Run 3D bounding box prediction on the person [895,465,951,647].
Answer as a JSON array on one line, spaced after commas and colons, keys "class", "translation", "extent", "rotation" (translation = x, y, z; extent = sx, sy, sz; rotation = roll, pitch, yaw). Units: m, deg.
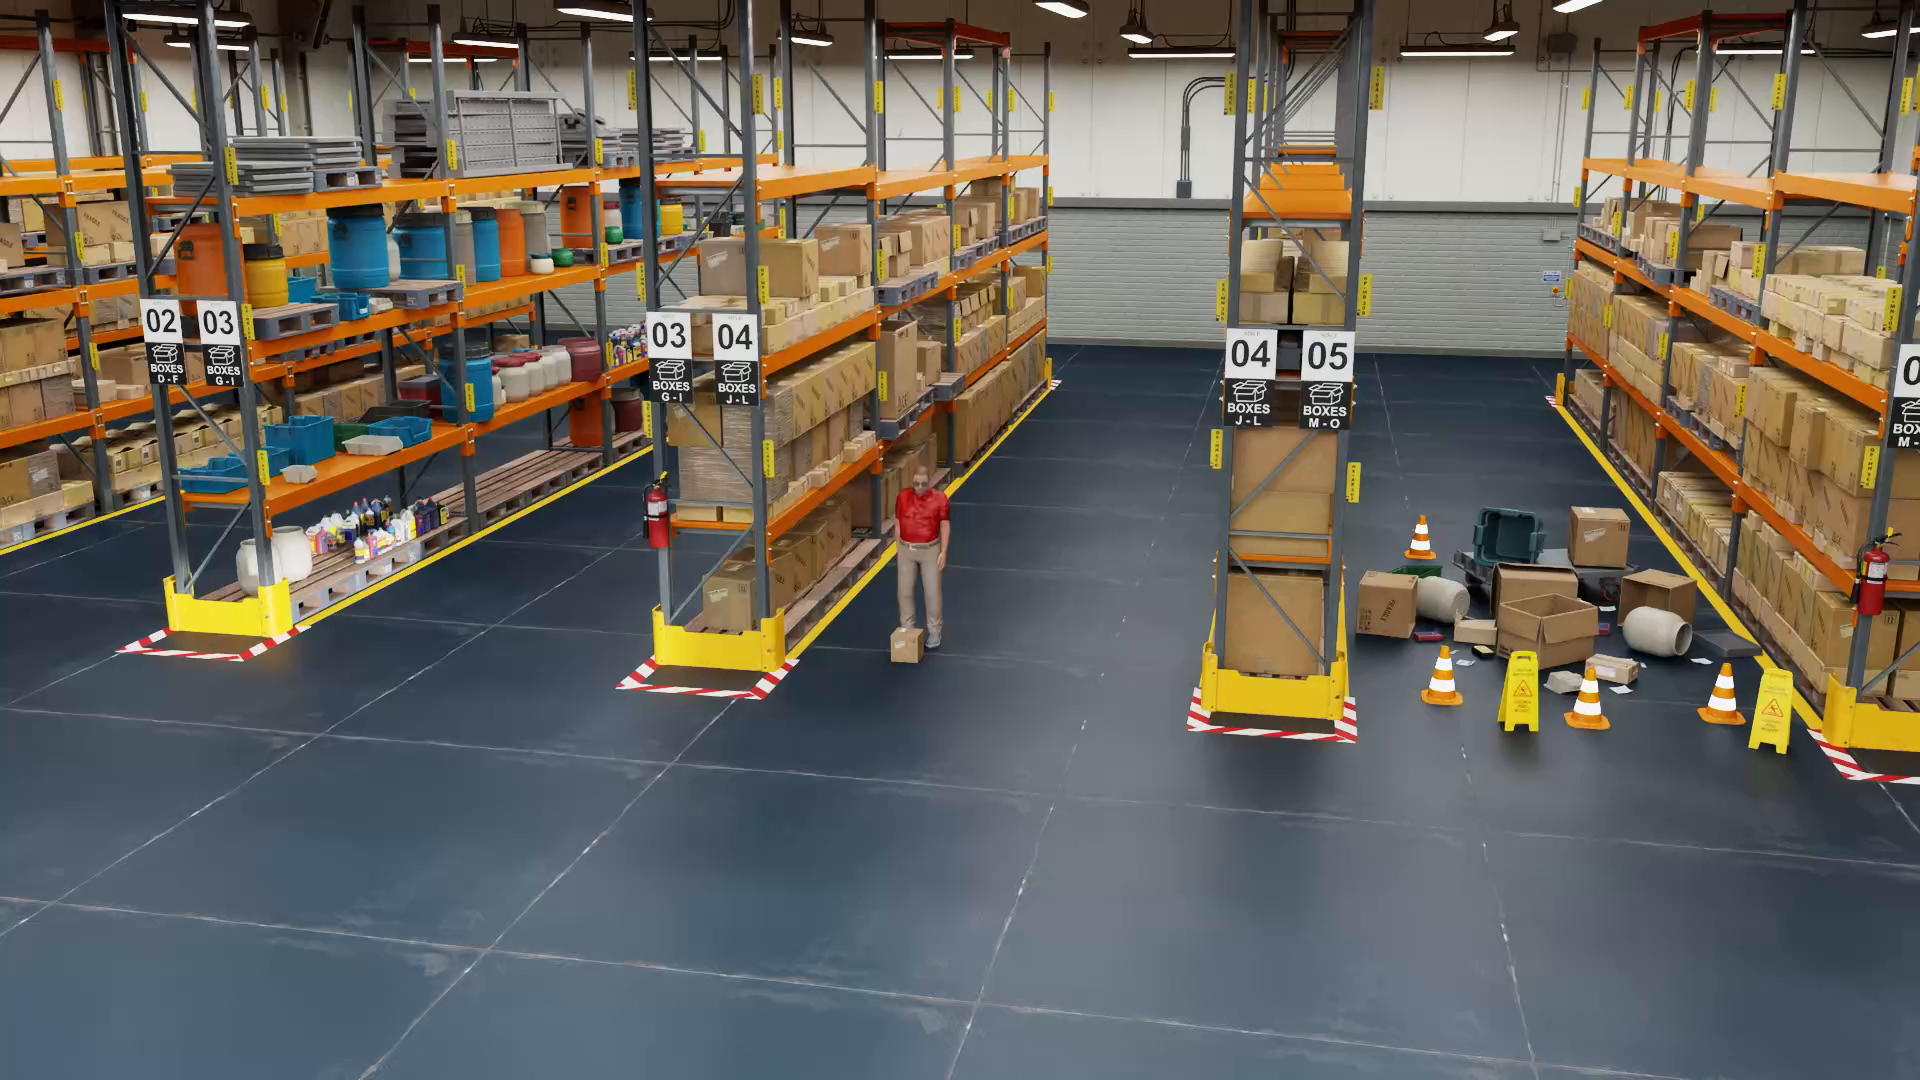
[{"class": "person", "translation": [-0.356, 0.139, 15.546], "extent": [0.534, 1.718, 0.356], "rotation": [3, 15, 12]}]
